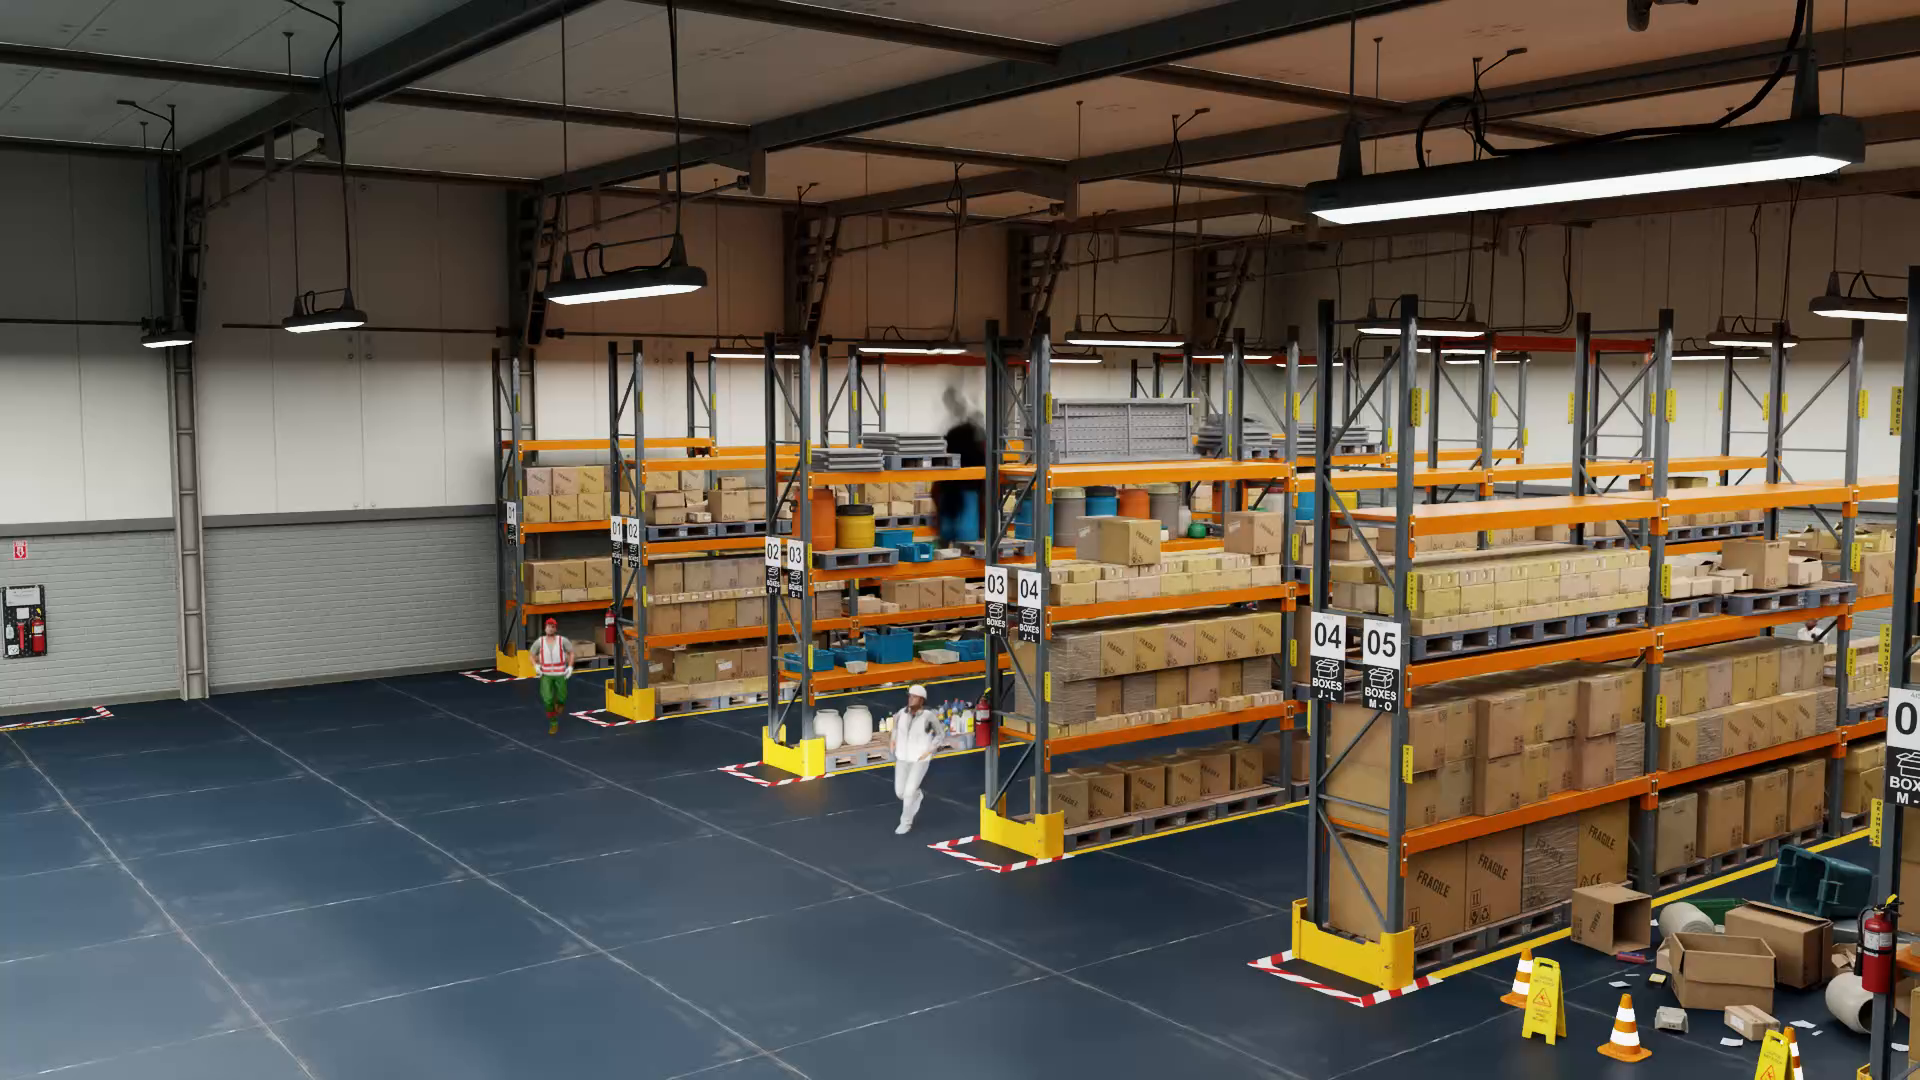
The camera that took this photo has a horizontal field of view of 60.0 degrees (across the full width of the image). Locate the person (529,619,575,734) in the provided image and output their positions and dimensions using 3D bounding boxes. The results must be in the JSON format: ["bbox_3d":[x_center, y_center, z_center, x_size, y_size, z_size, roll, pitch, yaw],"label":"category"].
[{"bbox_3d":[-6.268,2.065,25.554,0.688,1.737,0.664,-1,5,-16],"label":"person"}]

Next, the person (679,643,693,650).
[{"bbox_3d":[-4.804,1.760,29.548,0.875,1.640,0.593,-4,6,-37],"label":"person"}]

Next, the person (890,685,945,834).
[{"bbox_3d":[-0.506,2.579,19.755,0.682,1.751,0.705,3,6,27],"label":"person"}]

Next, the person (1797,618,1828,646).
[{"bbox_3d":[13.651,1.985,26.730,0.637,1.691,0.553,-5,7,-44],"label":"person"}]
